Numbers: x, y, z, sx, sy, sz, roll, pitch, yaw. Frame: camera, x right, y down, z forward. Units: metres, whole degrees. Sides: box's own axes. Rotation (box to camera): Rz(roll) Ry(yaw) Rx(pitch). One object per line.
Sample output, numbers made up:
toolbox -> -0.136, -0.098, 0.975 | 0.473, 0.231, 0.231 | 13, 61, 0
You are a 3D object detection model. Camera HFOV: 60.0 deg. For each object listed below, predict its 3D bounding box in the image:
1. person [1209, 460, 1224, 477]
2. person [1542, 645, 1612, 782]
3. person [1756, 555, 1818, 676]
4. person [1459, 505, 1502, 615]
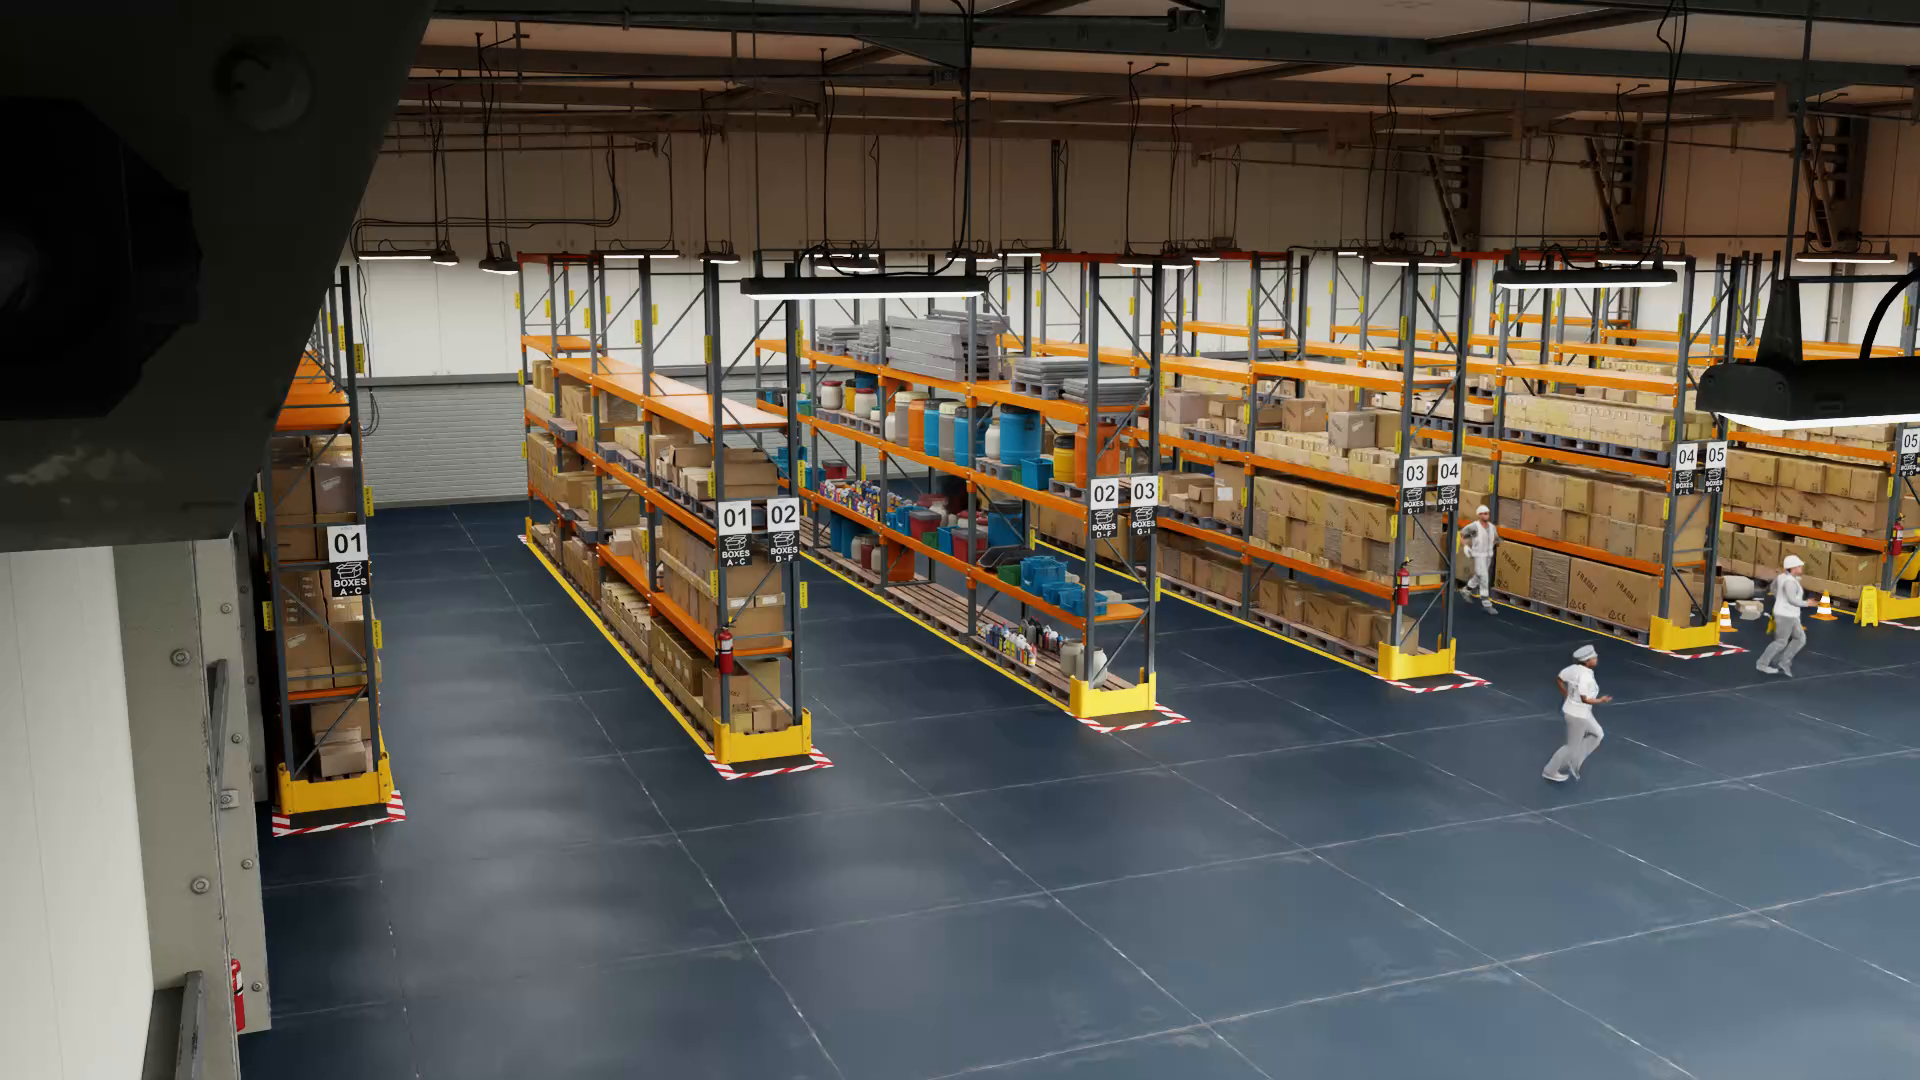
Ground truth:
person -> 5.561, -0.895, 35.434 | 0.577, 1.610, 0.589 | -5, 12, -27
person -> 7.177, 2.026, 19.309 | 0.702, 1.675, 0.566 | 2, 11, 11
person -> 12.007, 1.125, 24.112 | 0.737, 1.838, 0.675 | 5, 11, 24
person -> 8.867, 0.297, 28.269 | 0.658, 1.784, 0.983 | -6, 12, -29
